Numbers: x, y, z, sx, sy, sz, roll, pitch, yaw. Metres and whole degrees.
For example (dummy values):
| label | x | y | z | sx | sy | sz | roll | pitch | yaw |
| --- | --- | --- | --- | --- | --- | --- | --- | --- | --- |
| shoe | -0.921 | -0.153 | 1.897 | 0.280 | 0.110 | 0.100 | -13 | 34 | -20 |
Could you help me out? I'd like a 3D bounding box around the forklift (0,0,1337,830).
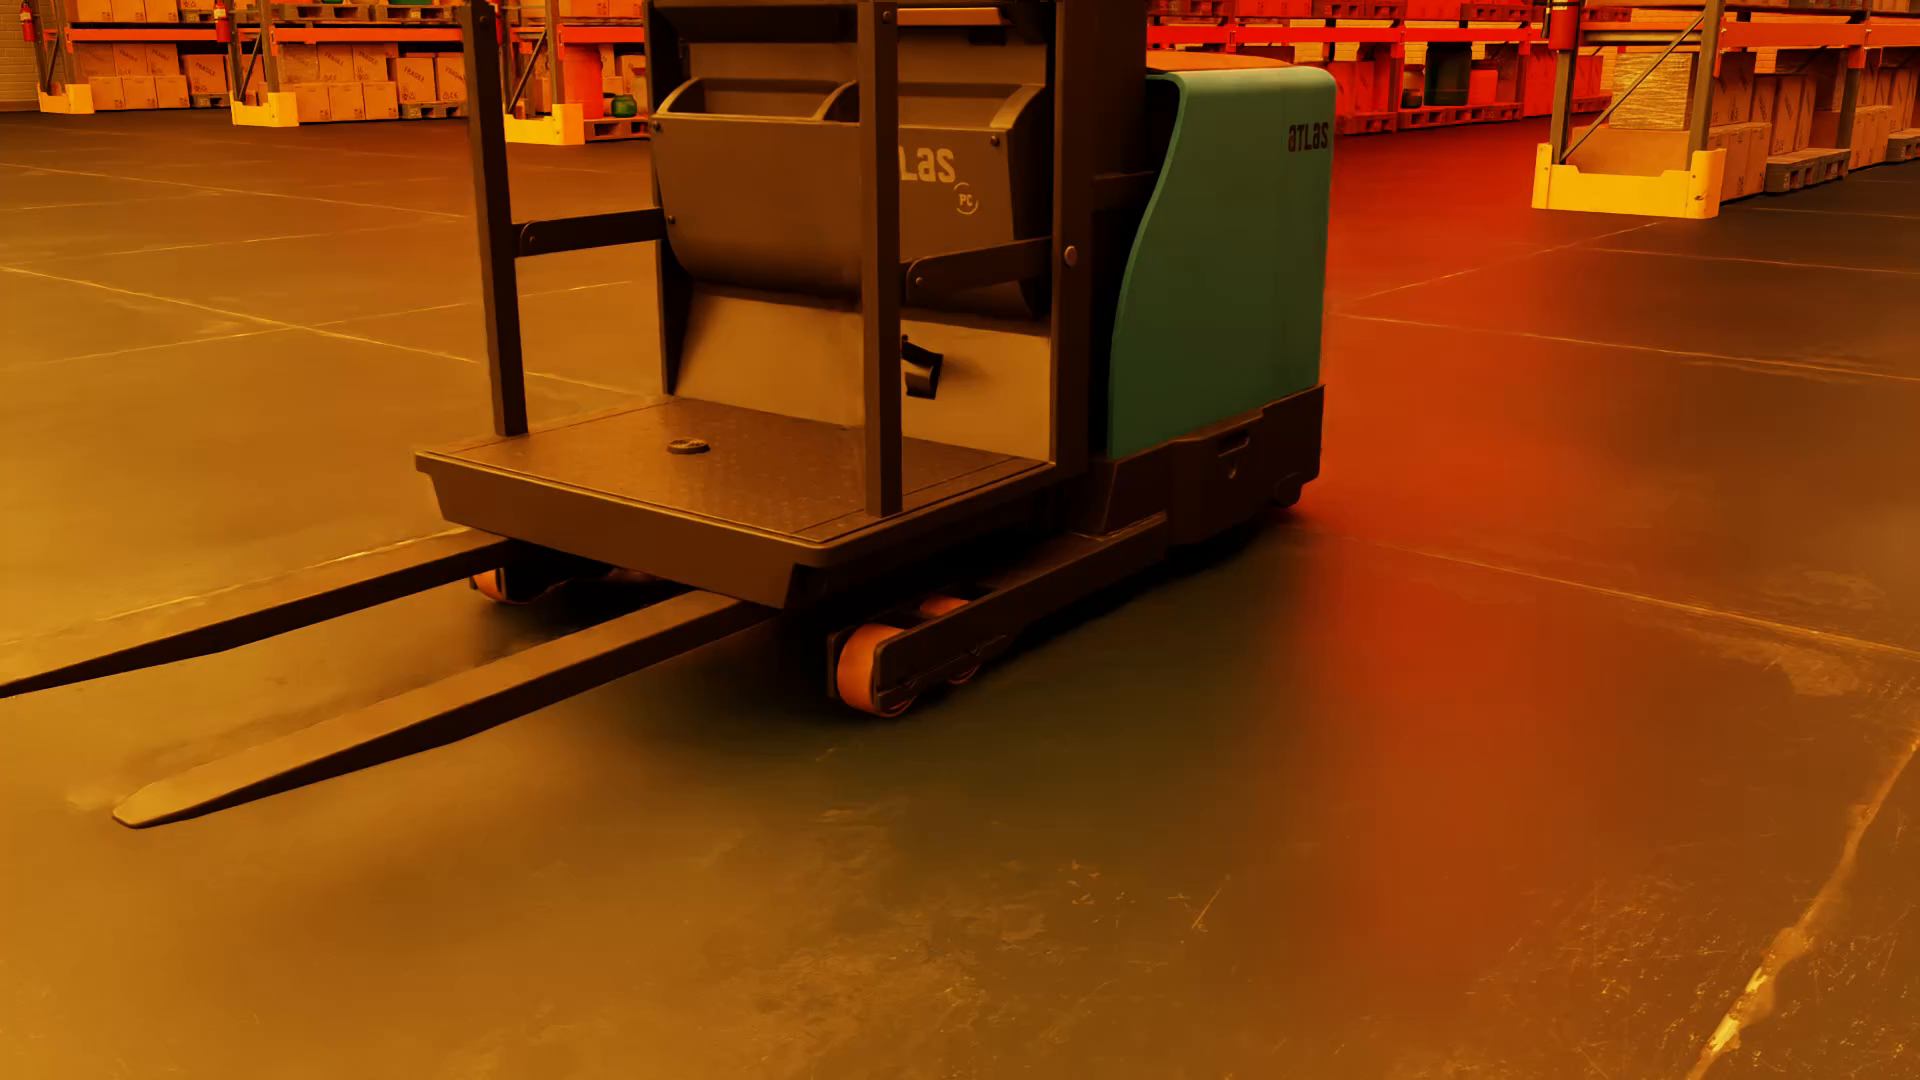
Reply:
| label | x | y | z | sx | sy | sz | roll | pitch | yaw |
| --- | --- | --- | --- | --- | --- | --- | --- | --- | --- |
| forklift | -0.368 | -1.251 | 3.016 | 1.130 | 2.935 | 3.031 | 12 | 21 | 35 |
